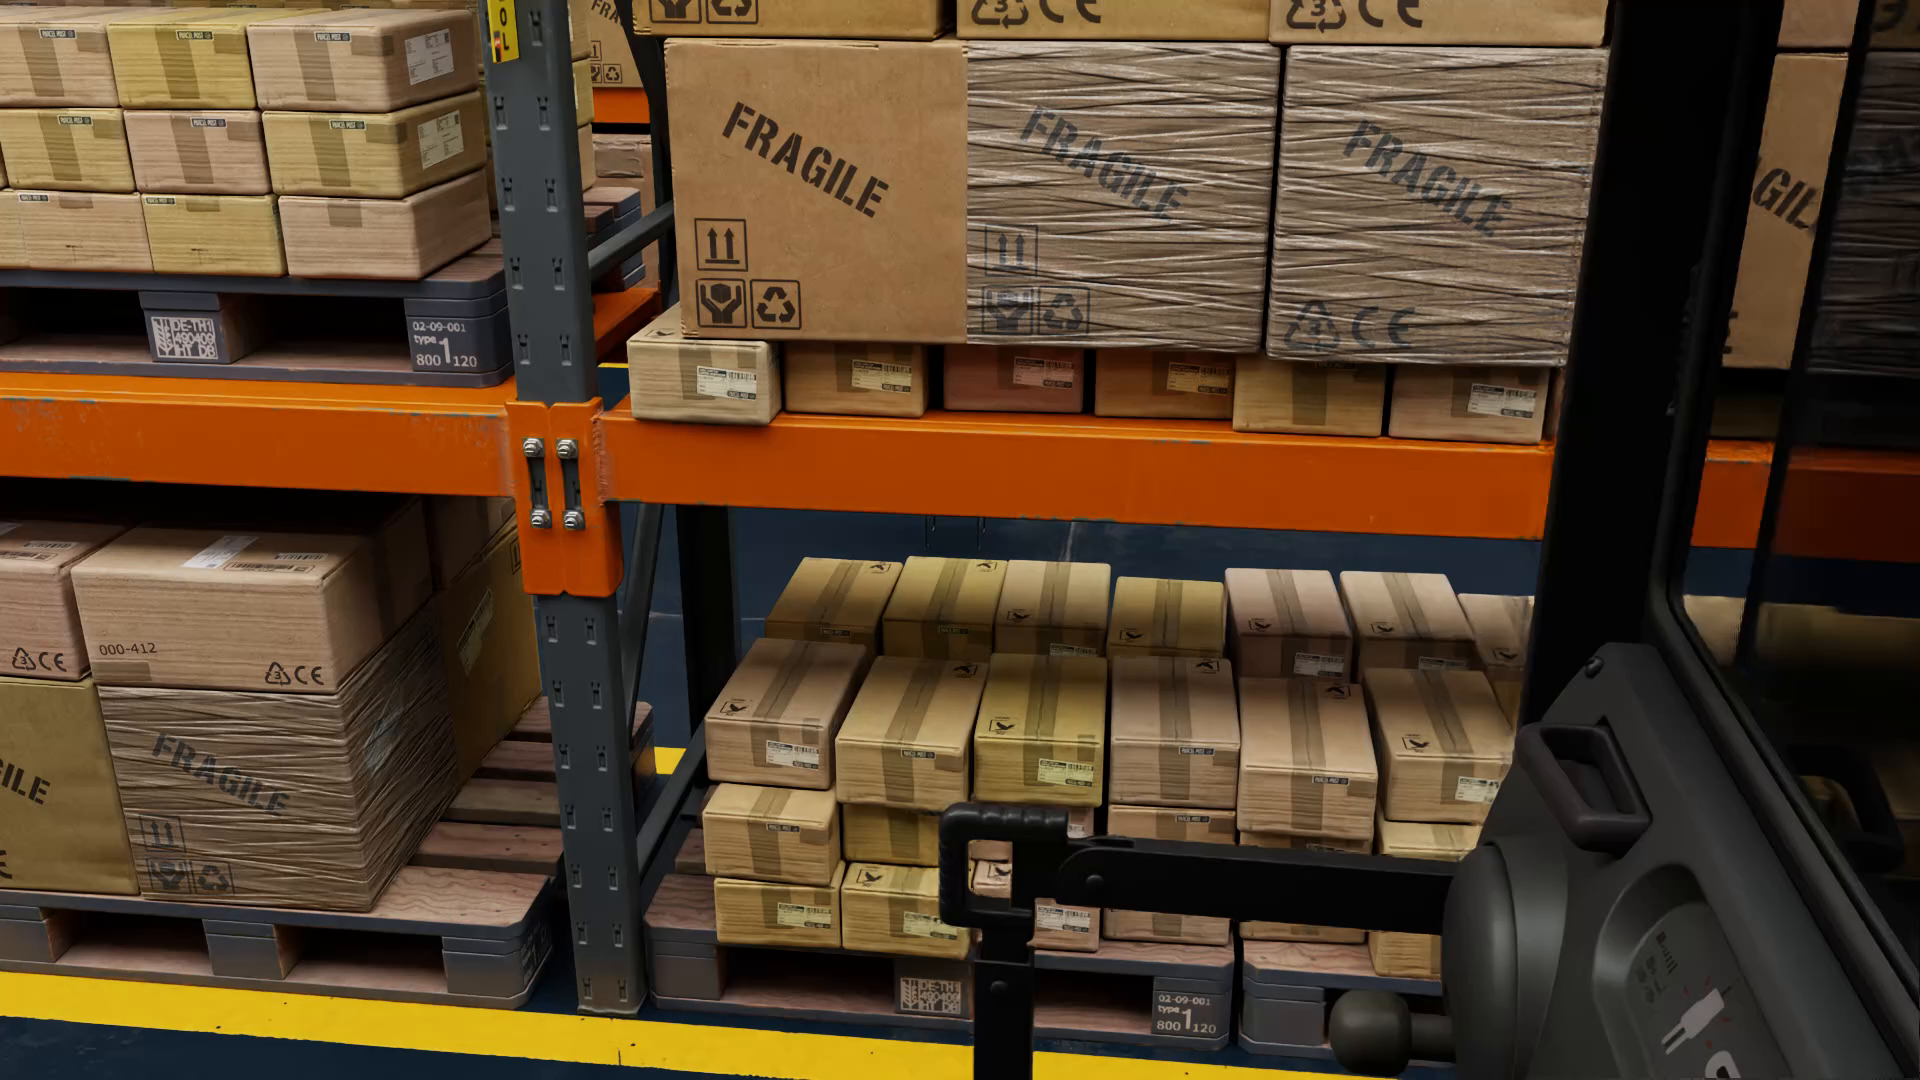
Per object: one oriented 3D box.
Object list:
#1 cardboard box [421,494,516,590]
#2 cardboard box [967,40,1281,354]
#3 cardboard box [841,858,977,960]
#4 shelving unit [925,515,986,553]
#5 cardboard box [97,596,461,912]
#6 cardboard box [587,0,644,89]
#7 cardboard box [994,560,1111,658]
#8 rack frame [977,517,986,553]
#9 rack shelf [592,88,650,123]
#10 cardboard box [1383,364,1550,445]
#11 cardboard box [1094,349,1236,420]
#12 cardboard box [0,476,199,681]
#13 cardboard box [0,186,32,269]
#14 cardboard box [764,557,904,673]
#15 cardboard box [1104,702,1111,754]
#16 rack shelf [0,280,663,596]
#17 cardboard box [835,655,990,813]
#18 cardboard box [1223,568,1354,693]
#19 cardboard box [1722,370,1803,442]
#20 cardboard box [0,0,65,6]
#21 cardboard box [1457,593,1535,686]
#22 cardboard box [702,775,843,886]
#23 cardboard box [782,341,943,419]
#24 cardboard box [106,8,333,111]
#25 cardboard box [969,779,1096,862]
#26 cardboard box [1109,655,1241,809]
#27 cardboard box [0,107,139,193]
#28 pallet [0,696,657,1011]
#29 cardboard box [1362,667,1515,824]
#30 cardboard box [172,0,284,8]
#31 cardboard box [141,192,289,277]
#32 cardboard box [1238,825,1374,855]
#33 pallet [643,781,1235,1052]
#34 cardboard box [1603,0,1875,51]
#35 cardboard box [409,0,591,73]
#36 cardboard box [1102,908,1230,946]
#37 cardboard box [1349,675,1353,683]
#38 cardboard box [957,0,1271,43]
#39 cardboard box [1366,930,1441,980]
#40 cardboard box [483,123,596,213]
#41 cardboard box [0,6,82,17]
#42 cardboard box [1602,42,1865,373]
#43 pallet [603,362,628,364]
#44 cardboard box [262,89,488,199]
[{"bbox_3d":[-1.374,-0.100,3.922,0.500,0.250,0.500,2,22,4],"label":"cardboard box"},{"bbox_3d":[0.284,-0.643,2.945,0.500,0.500,0.500,2,22,6],"label":"cardboard box"},{"bbox_3d":[-0.083,0.685,3.434,0.250,0.149,0.380,3,22,8],"label":"cardboard box"},{"bbox_3d":[-0.014,-0.559,5.721,0.189,1.200,0.258,2,22,6],"label":"shelving unit"},{"bbox_3d":[-1.435,0.437,3.583,0.500,0.500,0.500,2,22,5],"label":"cardboard box"},{"bbox_3d":[-1.494,-2.408,7.814,0.500,0.500,0.500,2,22,6],"label":"cardboard box"},{"bbox_3d":[0.220,0.189,3.879,0.250,0.149,0.380,2,22,6],"label":"cardboard box"},{"bbox_3d":[0.076,-0.555,5.711,0.006,1.200,0.240,2,22,6],"label":"rack frame"},{"bbox_3d":[-1.973,-2.149,8.273,4.000,0.370,1.077,2,22,6],"label":"rack shelf"},{"bbox_3d":[0.885,-0.302,2.966,0.250,0.149,0.380,3,22,9],"label":"cardboard box"},{"bbox_3d":[0.377,-0.351,3.090,0.250,0.149,0.380,2,22,4],"label":"cardboard box"},{"bbox_3d":[-1.949,0.061,3.514,0.500,0.250,0.500,4,22,9],"label":"cardboard box"},{"bbox_3d":[-1.843,-0.647,3.267,0.250,0.149,0.380,1,22,4],"label":"cardboard box"},{"bbox_3d":[-0.287,0.184,3.891,0.250,0.149,0.380,3,22,8],"label":"cardboard box"},{"bbox_3d":[0.455,0.359,3.855,0.250,0.149,0.380,3,22,7],"label":"cardboard box"},{"bbox_3d":[-2.657,-0.342,3.704,4.000,0.370,1.077,2,22,6],"label":"rack shelf"},{"bbox_3d":[-0.087,0.388,3.376,0.250,0.149,0.380,4,22,9],"label":"cardboard box"},{"bbox_3d":[0.748,0.207,3.835,0.250,0.149,0.380,1,22,4],"label":"cardboard box"},{"bbox_3d":[1.410,-0.304,2.972,0.250,0.149,0.380,3,22,7],"label":"cardboard box"},{"bbox_3d":[-2.042,-1.175,3.792,0.250,0.149,0.380,2,22,6],"label":"cardboard box"},{"bbox_3d":[1.251,0.264,3.688,0.250,0.149,0.380,3,22,6],"label":"cardboard box"},{"bbox_3d":[-0.348,0.535,3.409,0.250,0.149,0.380,3,22,9],"label":"cardboard box"},{"bbox_3d":[-0.163,-0.357,3.106,0.250,0.149,0.380,3,22,8],"label":"cardboard box"},{"bbox_3d":[-1.359,-0.903,3.104,0.250,0.149,0.380,2,22,5],"label":"cardboard box"},{"bbox_3d":[0.160,0.510,3.471,0.250,0.149,0.380,2,22,6],"label":"cardboard box"},{"bbox_3d":[0.432,0.384,3.386,0.250,0.149,0.380,2,22,5],"label":"cardboard box"},{"bbox_3d":[-1.597,-0.775,3.186,0.250,0.149,0.380,3,22,9],"label":"cardboard box"},{"bbox_3d":[-1.444,0.674,3.949,1.213,0.211,1.003,2,22,6],"label":"pallet"},{"bbox_3d":[0.956,0.406,3.330,0.250,0.149,0.380,2,22,4],"label":"cardboard box"},{"bbox_3d":[-1.540,-1.152,3.735,0.250,0.149,0.380,3,22,7],"label":"cardboard box"},{"bbox_3d":[-1.347,-0.624,3.210,0.250,0.149,0.380,3,22,7],"label":"cardboard box"},{"bbox_3d":[0.698,0.543,3.387,0.250,0.149,0.380,4,22,9],"label":"cardboard box"},{"bbox_3d":[0.000,0.723,3.824,1.213,0.211,1.003,2,22,6],"label":"pallet"},{"bbox_3d":[1.271,-1.059,2.637,0.500,0.500,0.500,2,22,4],"label":"cardboard box"},{"bbox_3d":[-1.008,-1.130,3.680,0.250,0.149,0.380,4,22,9],"label":"cardboard box"},{"bbox_3d":[0.428,0.670,3.473,0.250,0.149,0.380,2,22,5],"label":"cardboard box"},{"bbox_3d":[0.974,0.381,3.797,0.250,0.149,0.380,1,22,4],"label":"cardboard box"},{"bbox_3d":[0.265,-1.115,2.778,0.500,0.500,0.500,2,22,5],"label":"cardboard box"},{"bbox_3d":[0.946,0.715,3.358,0.250,0.149,0.380,2,22,5],"label":"cardboard box"},{"bbox_3d":[-1.008,-0.853,3.789,0.250,0.149,0.380,1,22,4],"label":"cardboard box"},{"bbox_3d":[-1.876,-0.926,3.163,0.250,0.149,0.380,2,22,6],"label":"cardboard box"},{"bbox_3d":[1.315,-0.595,2.825,0.500,0.500,0.500,4,22,9],"label":"cardboard box"},{"bbox_3d":[-1.977,-1.158,8.581,1.213,0.211,1.003,2,22,6],"label":"pallet"},{"bbox_3d":[-1.089,-0.752,3.128,0.250,0.149,0.380,3,22,8],"label":"cardboard box"}]
